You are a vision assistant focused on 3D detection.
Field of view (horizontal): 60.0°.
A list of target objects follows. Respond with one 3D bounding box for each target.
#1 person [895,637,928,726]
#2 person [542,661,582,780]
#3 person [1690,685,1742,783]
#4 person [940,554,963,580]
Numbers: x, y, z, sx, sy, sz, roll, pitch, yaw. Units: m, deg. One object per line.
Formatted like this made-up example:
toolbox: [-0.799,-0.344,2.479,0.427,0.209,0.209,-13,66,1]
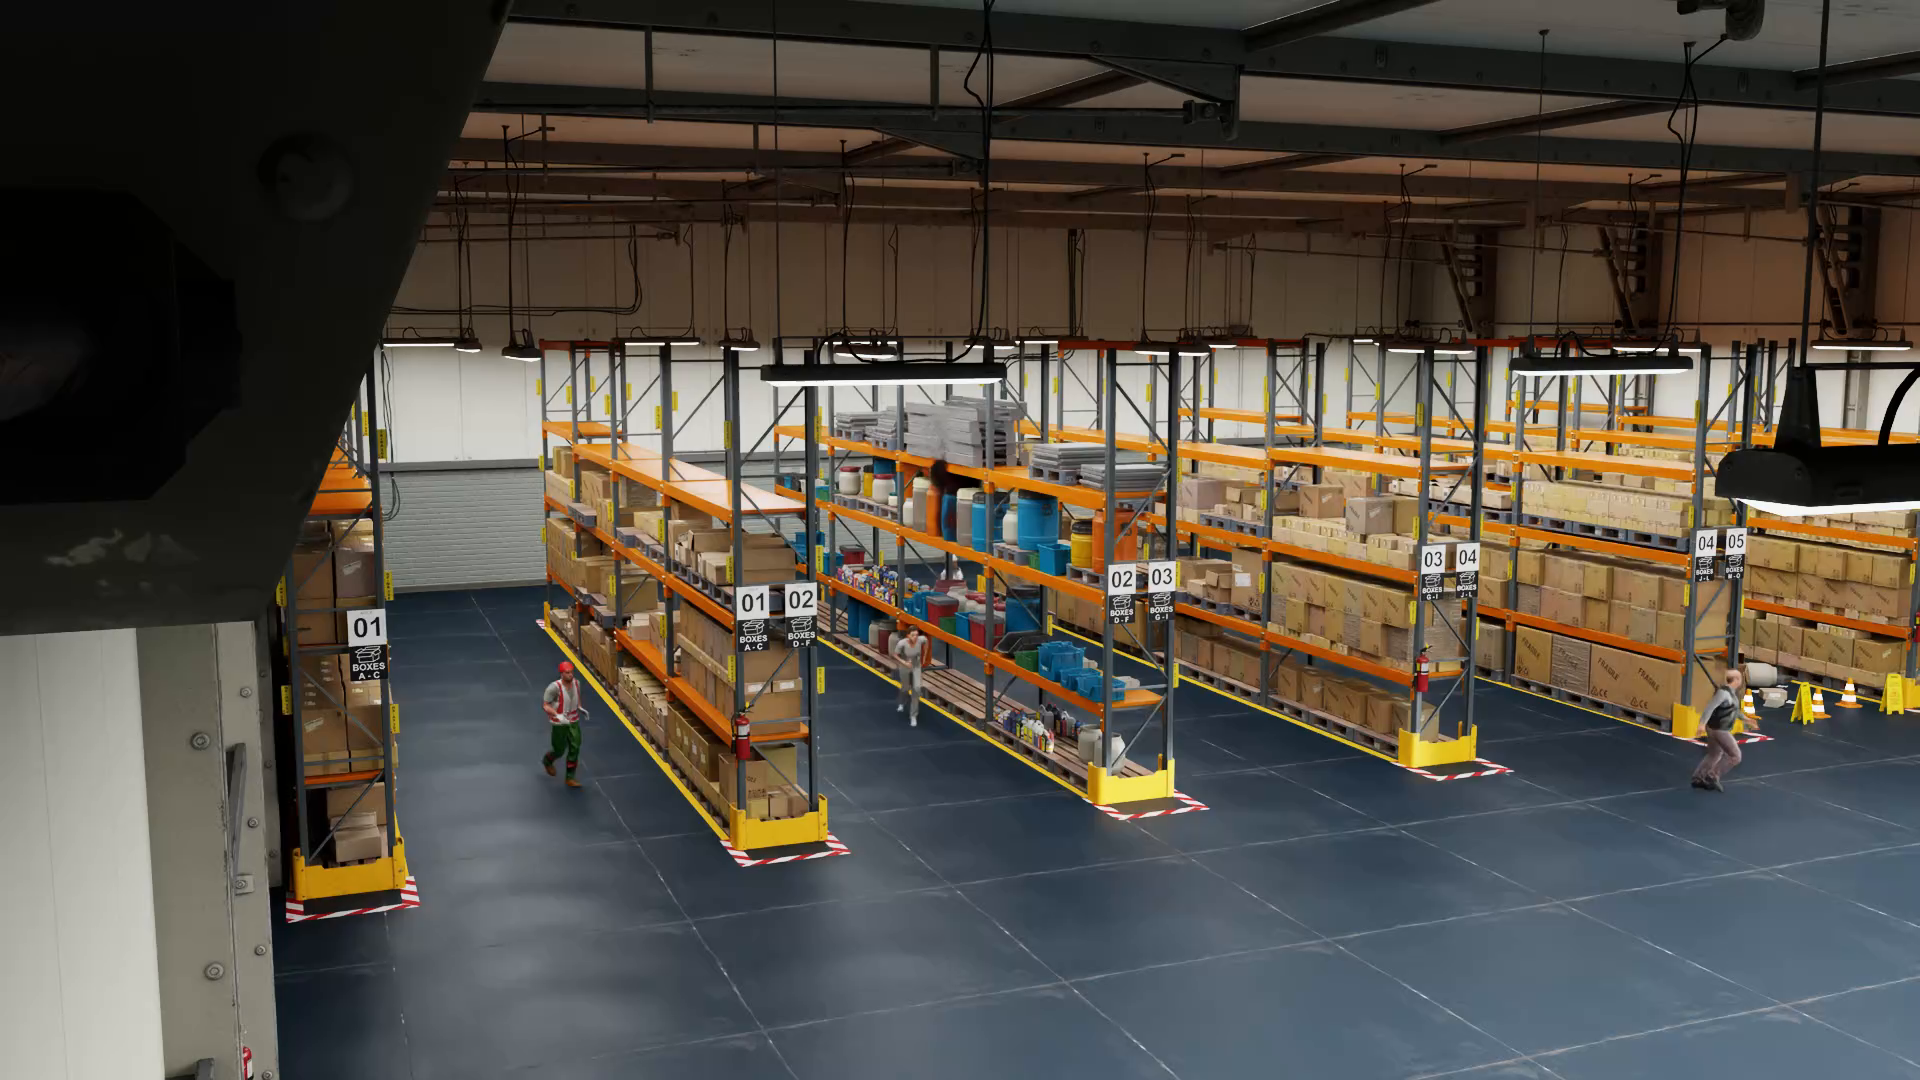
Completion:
person: [-0.829,2.211,26.655,0.558,1.424,0.963,-2,8,-17]
person: [-5.512,2.470,22.920,0.652,1.682,0.731,-7,10,-41]
person: [10.268,2.641,22.534,0.625,1.399,0.451,4,8,26]
person: [-0.106,0.744,32.715,0.630,0.922,0.688,-4,9,-31]
